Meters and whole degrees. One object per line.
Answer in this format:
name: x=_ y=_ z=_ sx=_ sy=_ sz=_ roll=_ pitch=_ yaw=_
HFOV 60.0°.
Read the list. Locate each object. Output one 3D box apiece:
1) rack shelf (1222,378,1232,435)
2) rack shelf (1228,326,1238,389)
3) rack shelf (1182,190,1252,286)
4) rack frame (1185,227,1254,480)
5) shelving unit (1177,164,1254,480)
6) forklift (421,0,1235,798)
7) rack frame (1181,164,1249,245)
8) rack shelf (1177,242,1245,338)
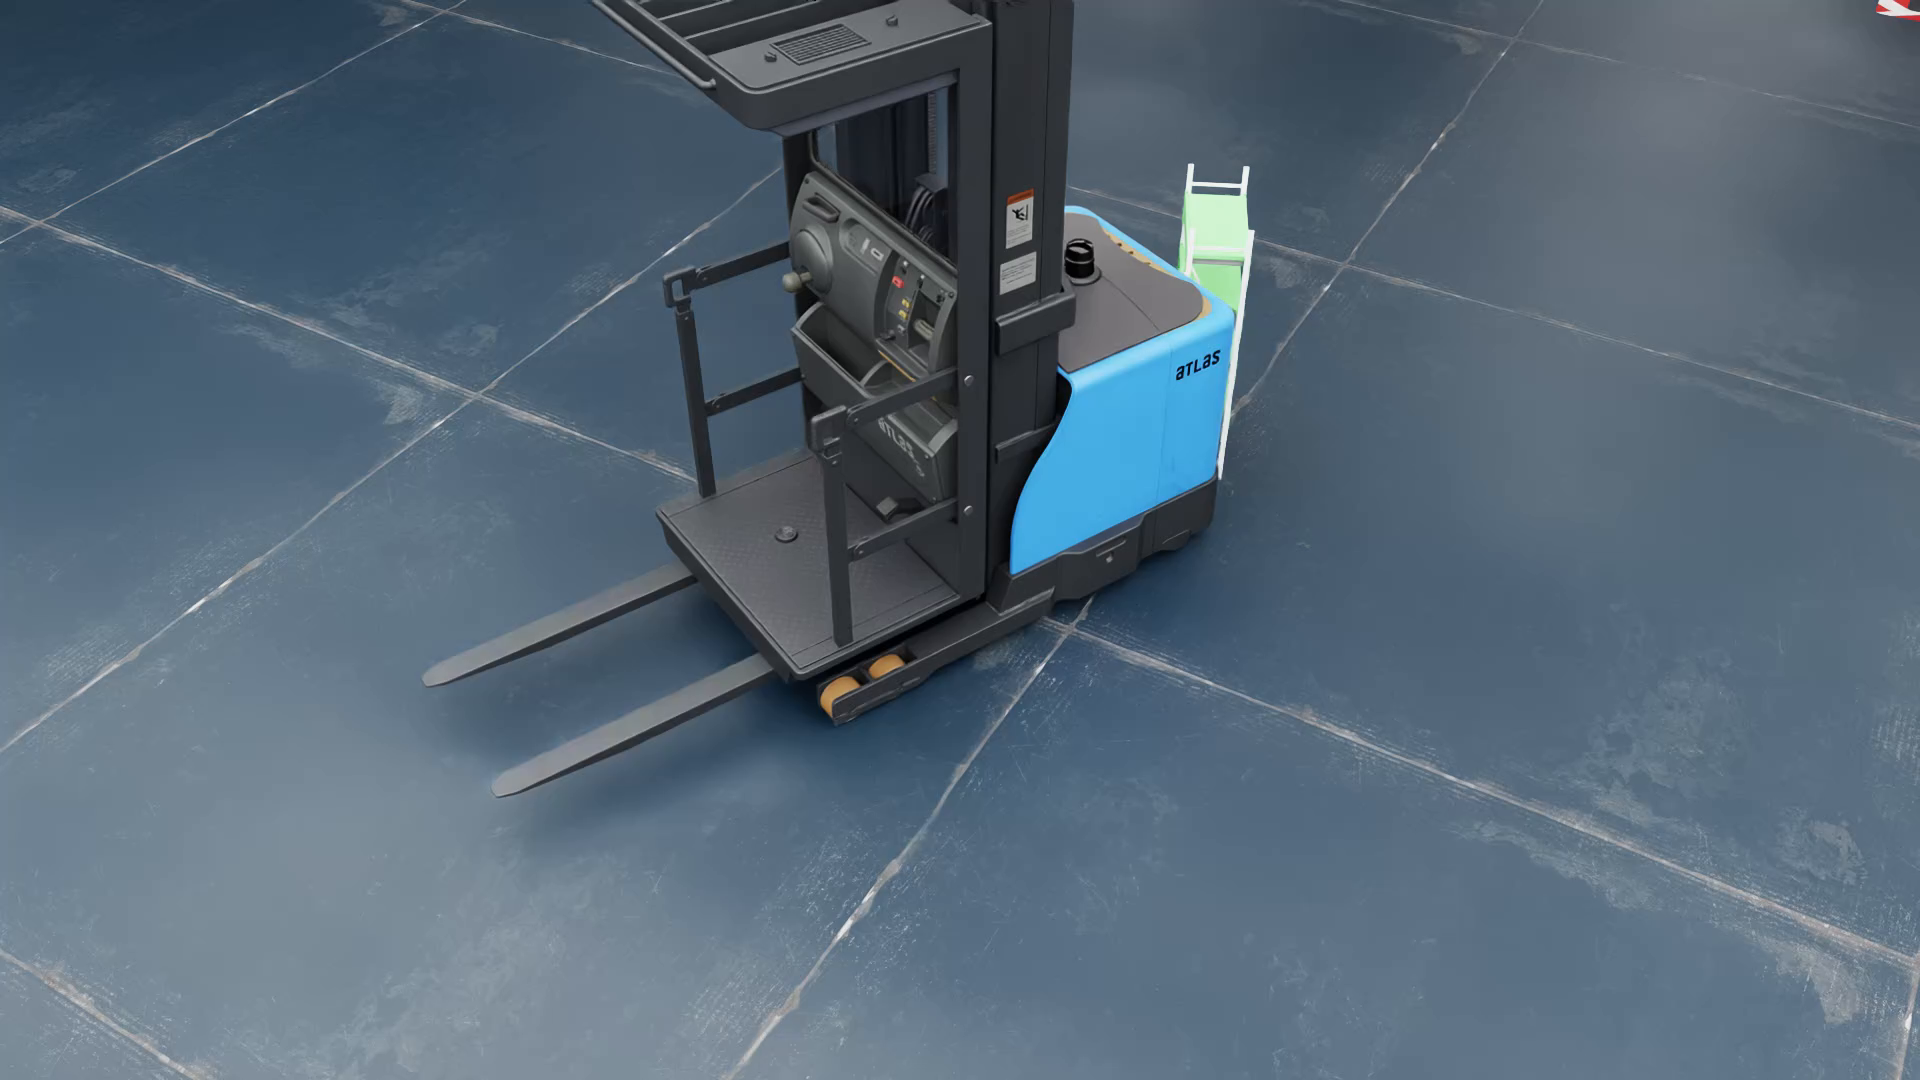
rack shelf: x=1.009 y=-0.650 z=7.040 sx=0.258 sy=0.148 sz=0.480 roll=3 pitch=41 yaw=4
rack shelf: x=1.009 y=-0.830 z=6.882 sx=0.258 sy=0.148 sz=0.480 roll=3 pitch=41 yaw=4
rack shelf: x=1.009 y=-1.191 z=6.565 sx=0.258 sy=0.148 sz=0.480 roll=3 pitch=41 yaw=4
rack frame: x=0.986 y=-0.718 z=6.657 sx=0.240 sy=1.200 sz=0.015 roll=3 pitch=41 yaw=4
shelving unit: x=1.009 y=-0.878 z=6.840 sx=0.258 sy=1.200 sz=0.503 roll=3 pitch=41 yaw=4
forklift: x=-0.472 y=-0.842 z=5.489 sx=3.031 sy=2.935 sz=1.130 roll=-25 pitch=47 yaw=-25
rack frame: x=1.031 y=-1.039 z=7.022 sx=0.240 sy=1.200 sz=0.015 roll=3 pitch=41 yaw=4
rack shelf: x=1.009 y=-1.011 z=6.723 sx=0.258 sy=0.148 sz=0.480 roll=3 pitch=41 yaw=4
